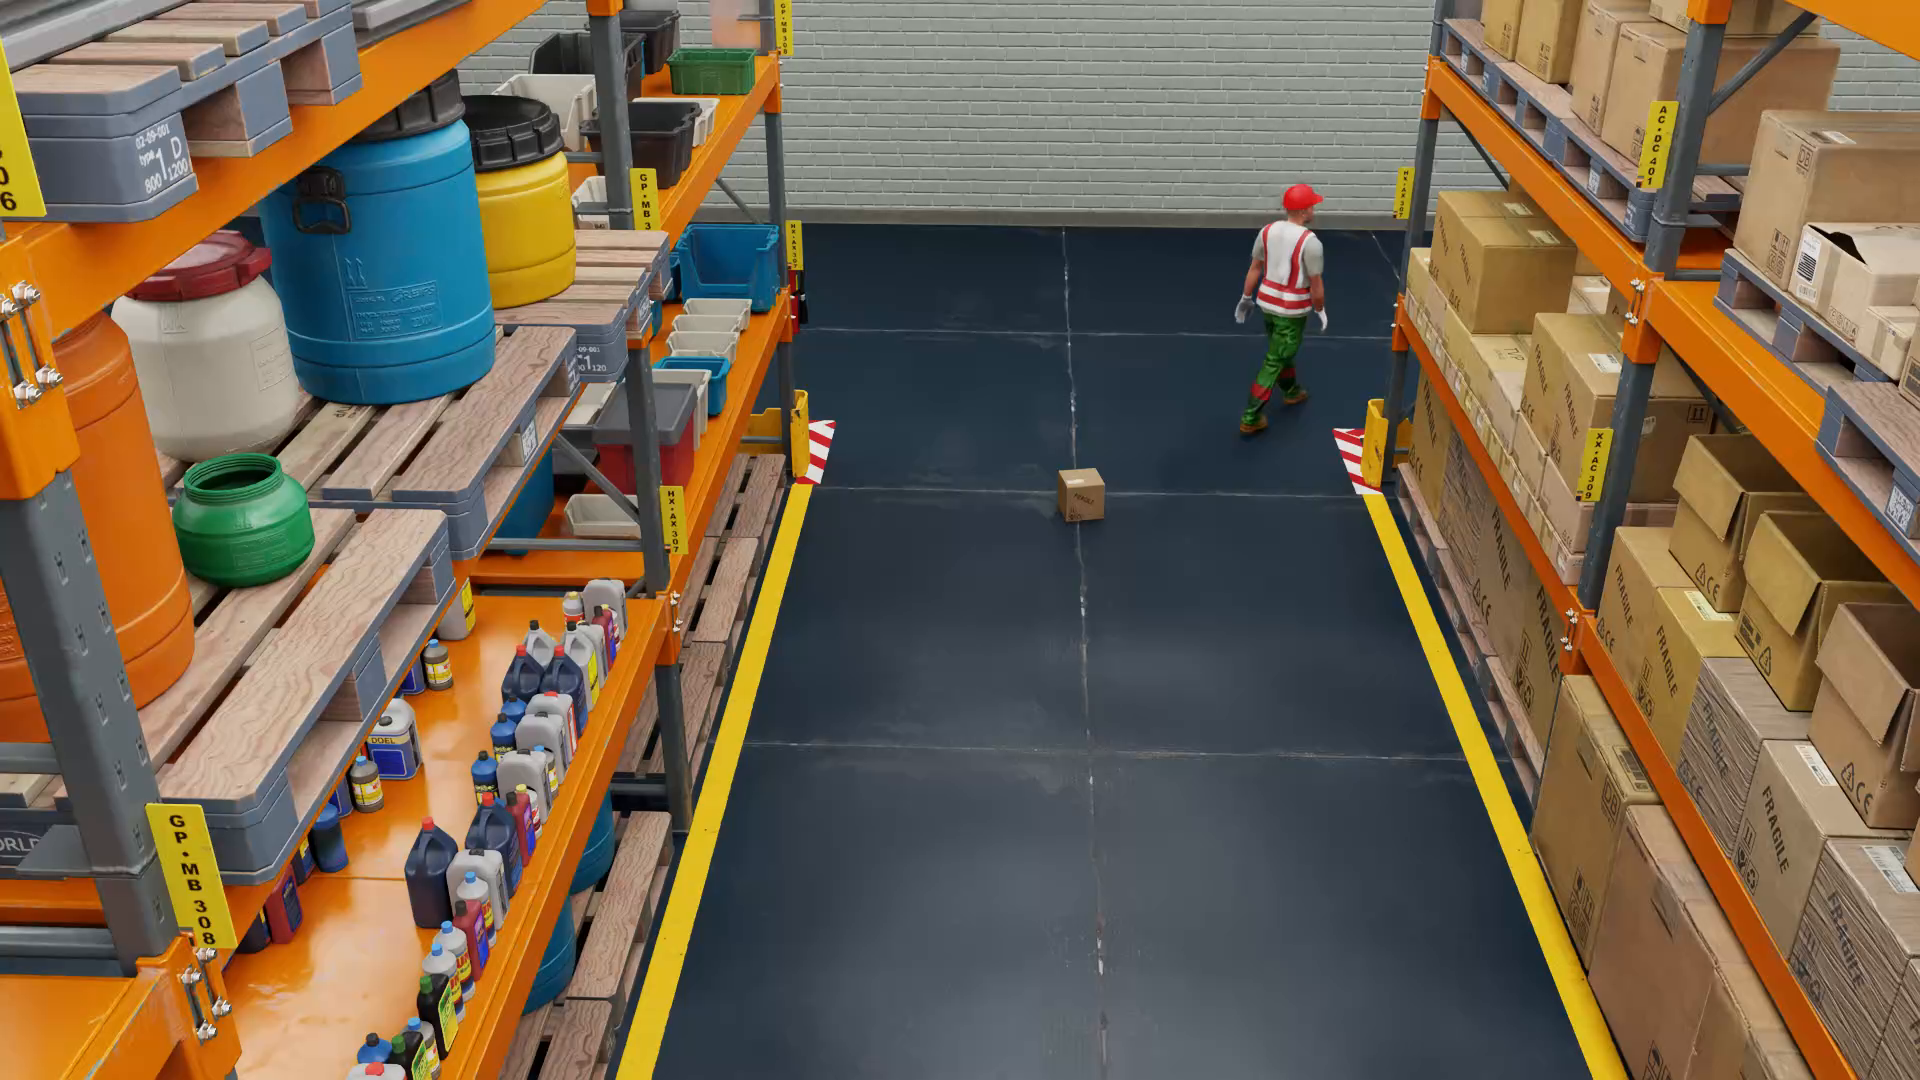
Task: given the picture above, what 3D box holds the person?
[{"bbox_3d":[2.354,-1.670,11.735,0.915,1.744,0.614,-20,34,-33],"label":"person"}]
